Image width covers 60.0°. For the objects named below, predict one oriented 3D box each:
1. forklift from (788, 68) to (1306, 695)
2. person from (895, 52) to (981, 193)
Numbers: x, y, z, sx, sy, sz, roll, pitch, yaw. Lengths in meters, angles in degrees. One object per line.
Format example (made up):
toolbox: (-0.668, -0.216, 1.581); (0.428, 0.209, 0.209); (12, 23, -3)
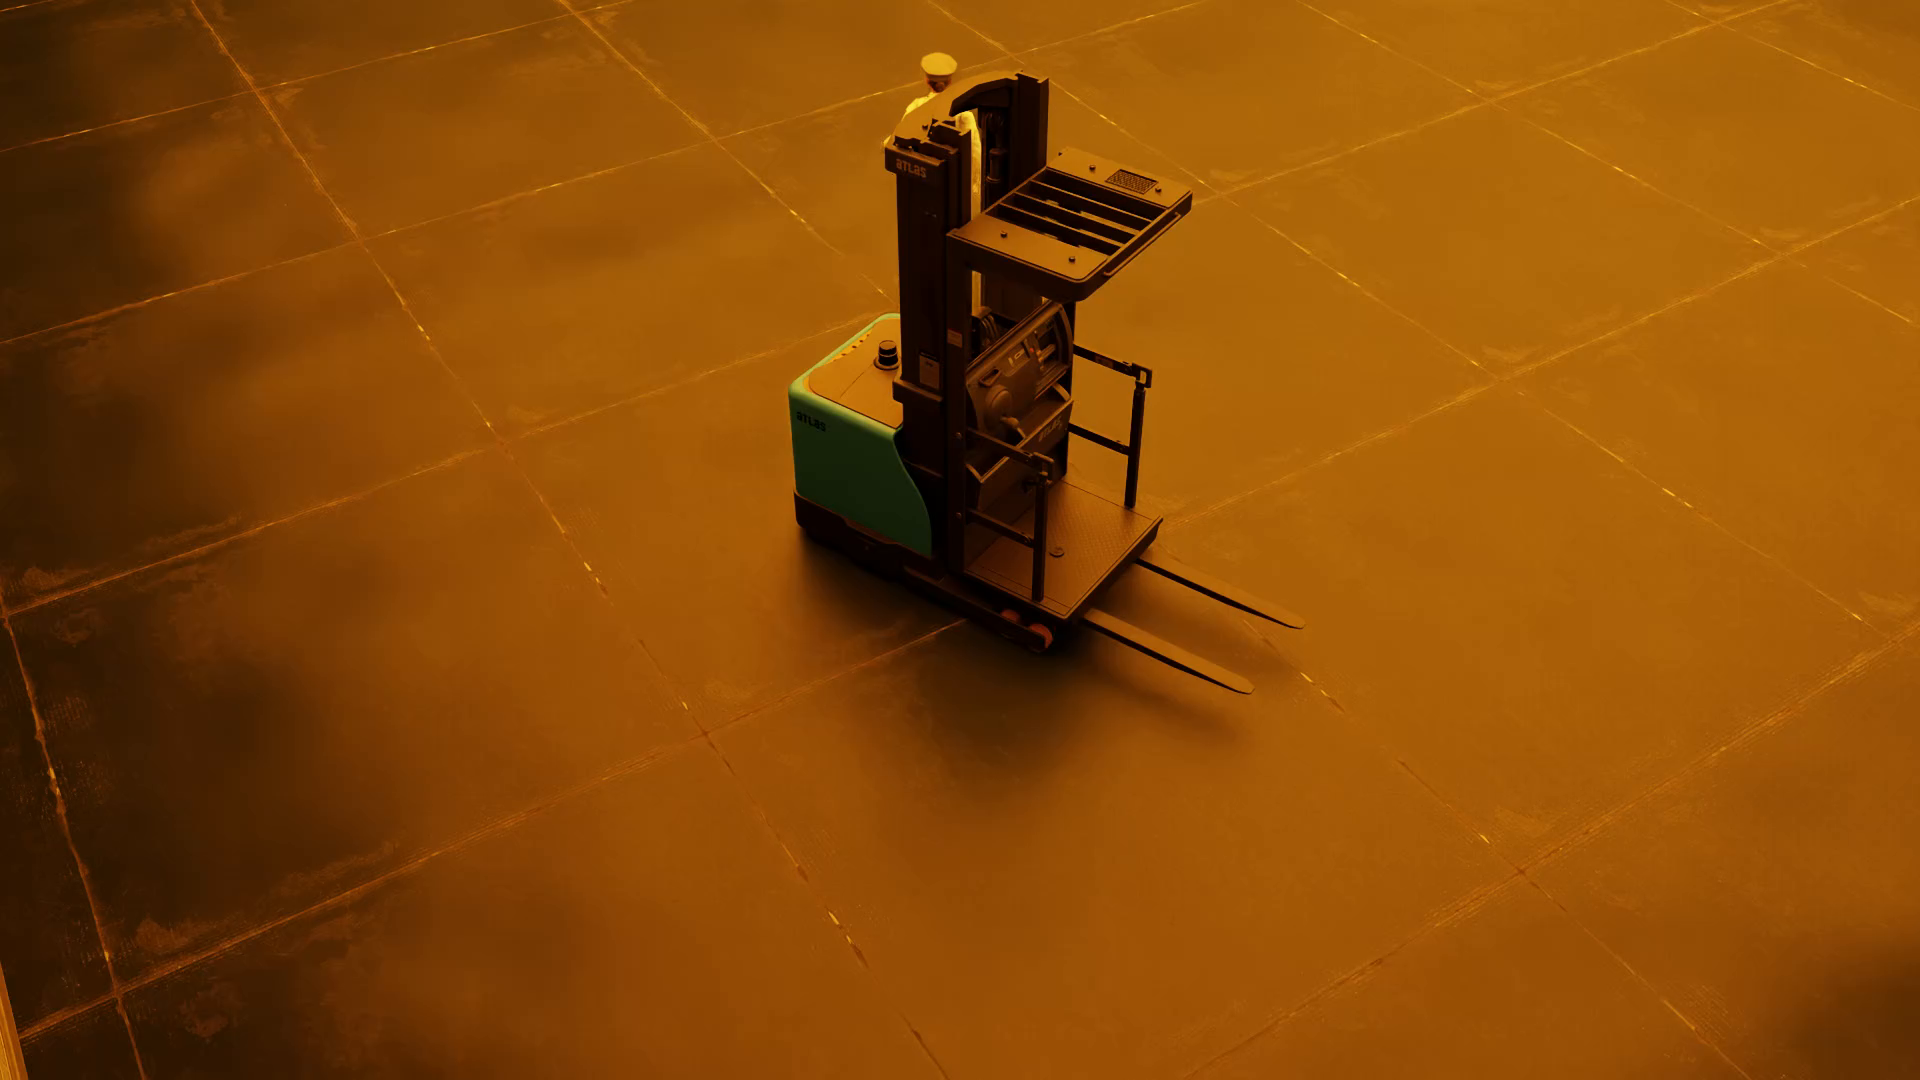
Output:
forklift: (0.496, -0.872, 8.869); (3.031, 2.935, 1.130); (25, 47, 26)
person: (-0.165, -2.684, 11.920); (0.637, 1.651, 0.420); (-3, 41, -3)
